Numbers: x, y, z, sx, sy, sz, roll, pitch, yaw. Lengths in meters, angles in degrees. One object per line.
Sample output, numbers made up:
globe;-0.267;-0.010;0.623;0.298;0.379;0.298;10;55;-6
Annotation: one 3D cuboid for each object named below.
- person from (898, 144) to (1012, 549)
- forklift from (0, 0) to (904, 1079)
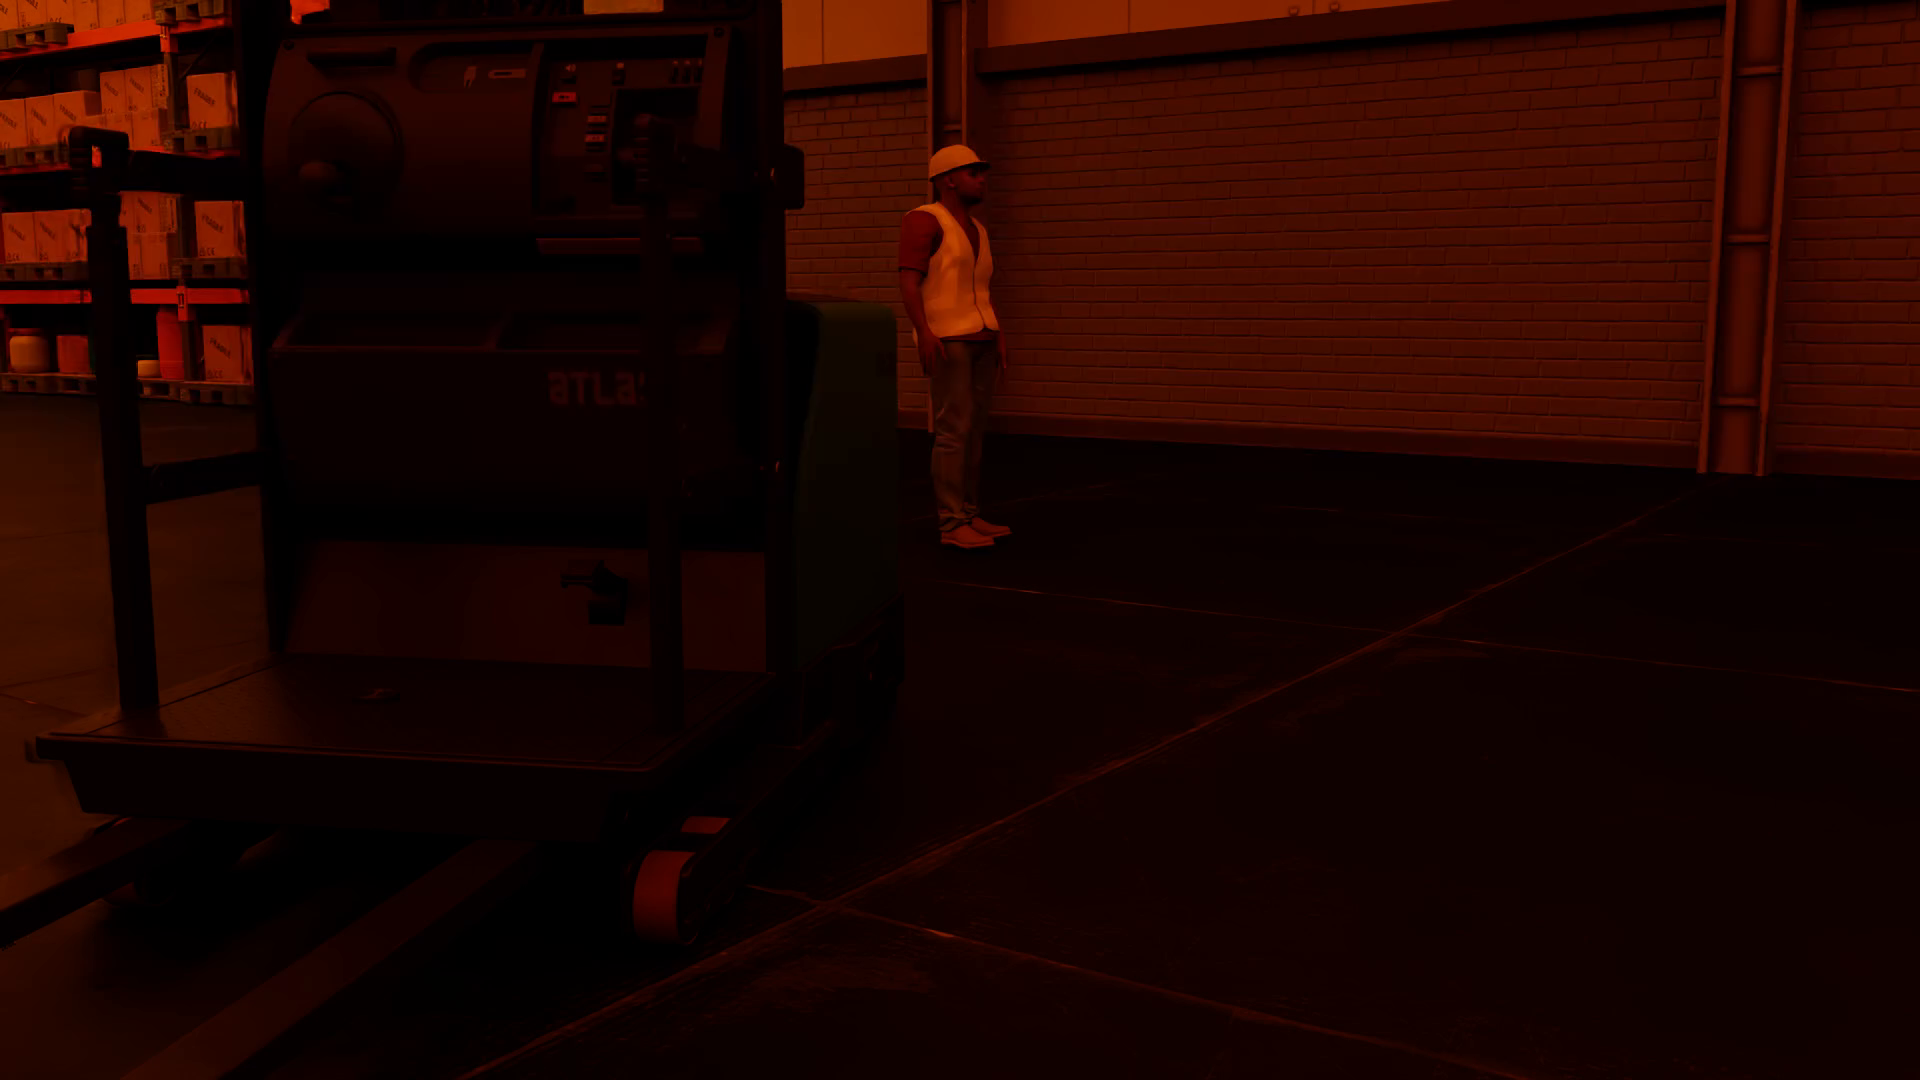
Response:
person;0.054;-0.875;7.435;0.576;1.765;0.665;5;10;34
forklift;-0.925;-0.822;2.969;1.130;2.935;3.031;1;8;10
